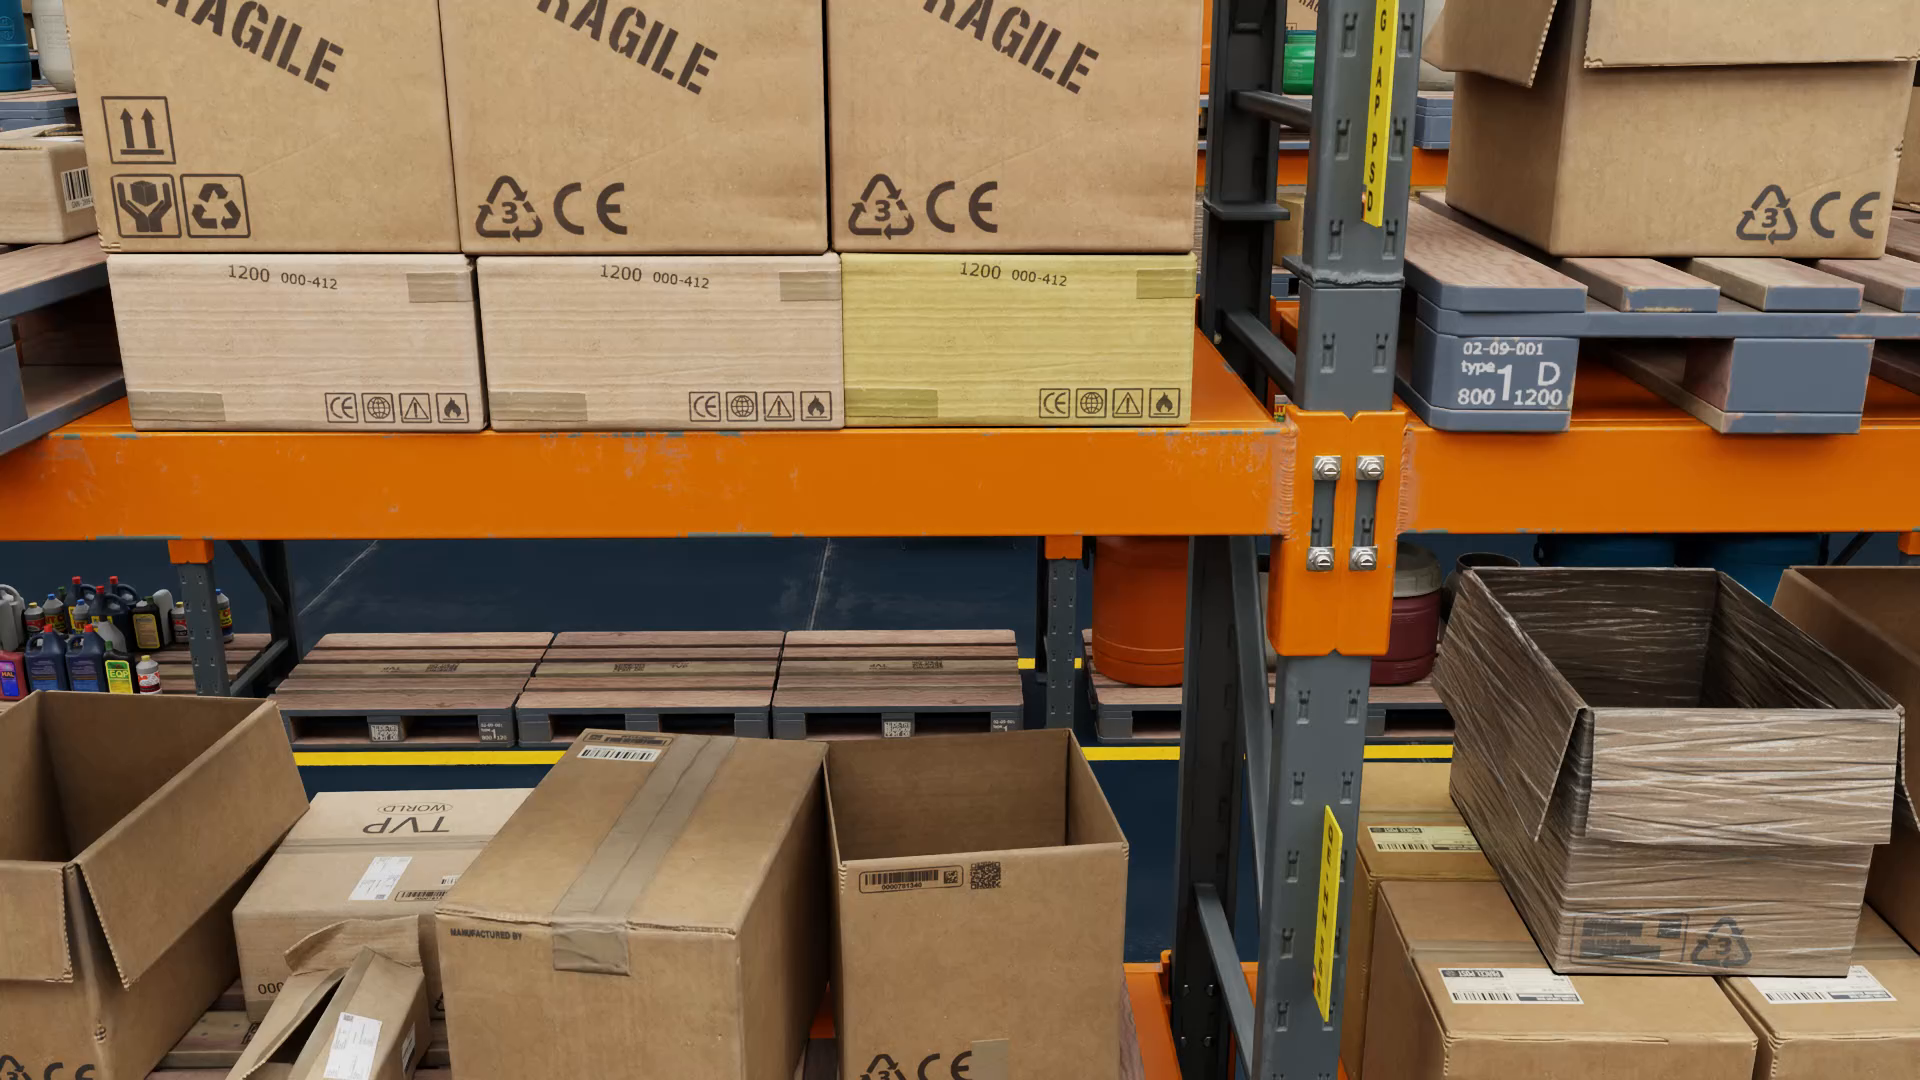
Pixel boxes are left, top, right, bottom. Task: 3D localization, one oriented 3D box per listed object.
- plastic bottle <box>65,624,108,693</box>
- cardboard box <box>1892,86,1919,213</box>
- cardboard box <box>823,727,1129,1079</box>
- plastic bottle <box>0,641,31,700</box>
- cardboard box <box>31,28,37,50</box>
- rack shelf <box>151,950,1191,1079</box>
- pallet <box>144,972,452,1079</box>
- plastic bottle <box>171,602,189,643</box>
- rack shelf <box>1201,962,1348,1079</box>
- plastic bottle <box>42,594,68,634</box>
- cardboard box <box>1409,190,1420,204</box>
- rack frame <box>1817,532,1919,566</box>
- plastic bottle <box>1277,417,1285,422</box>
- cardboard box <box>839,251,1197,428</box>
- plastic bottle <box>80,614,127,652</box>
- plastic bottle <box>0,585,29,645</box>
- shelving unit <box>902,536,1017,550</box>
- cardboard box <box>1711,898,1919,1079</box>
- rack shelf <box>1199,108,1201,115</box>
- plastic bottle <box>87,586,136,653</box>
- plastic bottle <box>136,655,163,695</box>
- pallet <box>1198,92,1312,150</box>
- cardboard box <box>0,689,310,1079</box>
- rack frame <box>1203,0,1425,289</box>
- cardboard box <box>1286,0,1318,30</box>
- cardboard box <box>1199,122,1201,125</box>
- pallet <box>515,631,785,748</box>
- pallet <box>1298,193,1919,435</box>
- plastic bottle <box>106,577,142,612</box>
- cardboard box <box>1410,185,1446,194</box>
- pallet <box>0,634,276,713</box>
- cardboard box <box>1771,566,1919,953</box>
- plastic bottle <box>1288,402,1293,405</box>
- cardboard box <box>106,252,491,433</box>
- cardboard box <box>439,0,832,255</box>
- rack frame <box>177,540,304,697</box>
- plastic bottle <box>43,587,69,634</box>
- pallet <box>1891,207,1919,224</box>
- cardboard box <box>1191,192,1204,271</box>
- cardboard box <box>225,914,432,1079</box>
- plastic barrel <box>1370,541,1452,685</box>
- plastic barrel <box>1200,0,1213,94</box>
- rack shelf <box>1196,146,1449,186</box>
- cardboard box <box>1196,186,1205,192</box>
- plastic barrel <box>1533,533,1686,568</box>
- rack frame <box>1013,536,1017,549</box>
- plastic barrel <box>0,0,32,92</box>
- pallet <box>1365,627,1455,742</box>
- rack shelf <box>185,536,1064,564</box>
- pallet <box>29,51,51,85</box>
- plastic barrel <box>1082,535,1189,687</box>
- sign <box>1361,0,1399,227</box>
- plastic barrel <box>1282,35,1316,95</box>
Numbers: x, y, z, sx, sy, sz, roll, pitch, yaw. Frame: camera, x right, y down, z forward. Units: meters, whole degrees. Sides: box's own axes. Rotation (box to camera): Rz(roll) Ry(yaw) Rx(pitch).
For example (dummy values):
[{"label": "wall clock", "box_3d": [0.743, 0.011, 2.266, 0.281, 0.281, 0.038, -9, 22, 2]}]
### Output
[{"label": "plastic bottle", "box_3d": [-4.169, 0.575, 7.961, 0.185, 0.351, 0.144, -1, 18, -2]}, {"label": "cardboard box", "box_3d": [2.019, -0.807, 2.889, 0.500, 0.500, 0.500, 1, 18, 2]}, {"label": "cardboard box", "box_3d": [0.009, 0.693, 3.127, 0.500, 0.500, 0.500, -2, 18, -8]}, {"label": "plastic bottle", "box_3d": [-4.523, 0.621, 7.926, 0.133, 0.283, 0.061, 1, 18, 3]}, {"label": "cardboard box", "box_3d": [-6.424, -3.589, 11.908, 0.250, 0.149, 0.380, 0, 18, -1]}, {"label": "rack shelf", "box_3d": [-1.451, 1.278, 3.332, 4.000, 0.370, 1.077, 0, 18, -1]}, {"label": "pallet", "box_3d": [-1.430, 1.039, 3.213, 1.213, 0.211, 1.003, 0, 18, -1]}, {"label": "plastic bottle", "box_3d": [-4.058, 0.424, 8.678, 0.097, 0.201, 0.097, 0, 18, 0]}, {"label": "rack shelf", "box_3d": [2.548, 1.258, 3.392, 4.000, 0.370, 1.077, 0, 18, -1]}, {"label": "plastic bottle", "box_3d": [-4.678, 0.412, 8.600, 0.097, 0.271, 0.097, 0, 18, 0]}, {"label": "cardboard box", "box_3d": [3.231, -2.410, 12.800, 0.500, 0.500, 0.700, 3, 18, 8]}, {"label": "rack frame", "box_3d": [4.470, -0.607, 8.028, 0.127, 3.000, 1.000, 0, 18, -1]}, {"label": "plastic bottle", "box_3d": [1.505, -0.424, 7.650, 0.133, 0.283, 0.061, 0, 18, -1]}, {"label": "cardboard box", "box_3d": [0.077, -0.354, 2.576, 0.500, 0.250, 0.500, 0, 18, -1]}, {"label": "plastic bottle", "box_3d": [-4.171, 0.531, 8.098, 0.185, 0.351, 0.144, 0, 18, -1]}, {"label": "plastic bottle", "box_3d": [-4.957, 0.364, 8.619, 0.185, 0.351, 0.144, 0, 18, -1]}, {"label": "shelving unit", "box_3d": [-0.007, -0.714, 10.818, 0.755, 1.500, 0.431, 0, 18, -1]}, {"label": "cardboard box", "box_3d": [1.554, 0.955, 2.995, 0.500, 0.500, 0.500, -1, 18, -2]}, {"label": "rack shelf", "box_3d": [2.395, -3.196, 12.366, 4.000, 0.370, 1.077, 0, 18, -1]}, {"label": "plastic bottle", "box_3d": [-4.341, 0.405, 8.491, 0.185, 0.351, 0.144, 0, 18, -1]}, {"label": "plastic bottle", "box_3d": [-3.887, 0.652, 7.966, 0.097, 0.201, 0.097, 0, 18, 0]}, {"label": "pallet", "box_3d": [1.236, -1.900, 7.457, 1.213, 0.211, 1.003, 0, 18, -1]}, {"label": "cardboard box", "box_3d": [-1.719, 0.659, 3.226, 0.637, 0.503, 0.797, 2, 18, 5]}, {"label": "rack frame", "box_3d": [0.548, -1.931, 2.336, 0.127, 3.000, 1.000, 0, 18, -1]}, {"label": "cardboard box", "box_3d": [2.557, -3.856, 12.231, 0.600, 0.600, 0.600, -1, 18, -3]}, {"label": "cardboard box", "box_3d": [2.303, -4.256, 17.493, 0.500, 0.250, 0.500, -1, 18, -2]}, {"label": "pallet", "box_3d": [-1.522, 0.737, 8.404, 1.213, 0.211, 1.003, 0, 18, -1]}, {"label": "pallet", "box_3d": [1.191, -0.432, 2.883, 1.003, 0.211, 1.213, 1, 18, 2]}, {"label": "plastic bottle", "box_3d": [-4.343, 0.361, 8.628, 0.185, 0.351, 0.144, 0, 18, 1]}, {"label": "cardboard box", "box_3d": [4.856, -3.773, 17.407, 0.700, 0.700, 0.980, 0, 18, 0]}, {"label": "pallet", "box_3d": [-4.202, 0.750, 8.363, 1.213, 0.211, 1.003, 0, 18, -1]}, {"label": "cardboard box", "box_3d": [1.931, 0.399, 3.087, 0.637, 0.503, 0.797, 0, 18, 0]}, {"label": "plastic bottle", "box_3d": [1.701, -0.623, 8.406, 0.097, 0.201, 0.097, 0, 18, 0]}, {"label": "cardboard box", "box_3d": [-0.921, -0.346, 2.551, 0.500, 0.250, 0.500, 0, 18, 1]}, {"label": "cardboard box", "box_3d": [-0.437, -0.704, 2.439, 0.500, 0.500, 0.500, 0, 18, -1]}, {"label": "rack frame", "box_3d": [-3.529, -0.568, 7.908, 0.127, 3.000, 1.000, 0, 18, -1]}, {"label": "plastic bottle", "box_3d": [-4.698, 0.382, 8.673, 0.133, 0.283, 0.061, 1, 18, 2]}, {"label": "pallet", "box_3d": [2.309, -0.439, 2.903, 1.213, 0.211, 1.003, 1, 18, 2]}, {"label": "cardboard box", "box_3d": [1.941, -2.331, 12.553, 0.500, 0.500, 0.700, 3, 18, 10]}, {"label": "cardboard box", "box_3d": [-1.115, 0.880, 2.927, 0.258, 0.266, 0.396, -1, 18, -2]}, {"label": "plastic barrel", "box_3d": [2.088, 0.348, 8.313, 0.708, 0.588, 0.600, 0, 18, -1]}, {"label": "plastic barrel", "box_3d": [1.038, -2.422, 7.386, 0.708, 0.830, 0.600, 0, 18, -1]}, {"label": "rack shelf", "box_3d": [2.470, -1.683, 7.650, 4.000, 0.370, 1.077, 0, 18, -1]}, {"label": "cardboard box", "box_3d": [2.344, -3.743, 17.121, 0.500, 0.500, 0.500, 0, 18, 1]}, {"label": "plastic barrel", "box_3d": [3.217, 0.193, 8.282, 0.708, 0.901, 0.600, 0, 18, -1]}, {"label": "rack frame", "box_3d": [0.359, -0.716, 10.824, 0.023, 1.500, 0.400, 0, 18, -1]}, {"label": "plastic barrel", "box_3d": [-4.526, -2.463, 7.396, 0.708, 0.901, 0.600, 0, 18, -1]}, {"label": "pallet", "box_3d": [2.475, 0.719, 8.461, 1.213, 0.211, 1.003, 0, 18, -1]}, {"label": "rack shelf", "box_3d": [-1.530, -0.235, 8.048, 4.000, 0.370, 1.077, 0, 18, -1]}, {"label": "pallet", "box_3d": [-6.896, -3.443, 12.105, 1.213, 0.211, 1.003, 0, 18, -1]}, {"label": "plastic barrel", "box_3d": [0.959, 0.238, 8.259, 0.708, 0.830, 0.600, 0, 18, -1]}, {"label": "sign", "box_3d": [0.555, -0.583, 2.198, 0.005, 0.325, 0.100, 0, 18, -1]}, {"label": "plastic barrel", "box_3d": [1.533, -2.077, 7.266, 0.294, 0.245, 0.294, 0, 18, 0]}]
